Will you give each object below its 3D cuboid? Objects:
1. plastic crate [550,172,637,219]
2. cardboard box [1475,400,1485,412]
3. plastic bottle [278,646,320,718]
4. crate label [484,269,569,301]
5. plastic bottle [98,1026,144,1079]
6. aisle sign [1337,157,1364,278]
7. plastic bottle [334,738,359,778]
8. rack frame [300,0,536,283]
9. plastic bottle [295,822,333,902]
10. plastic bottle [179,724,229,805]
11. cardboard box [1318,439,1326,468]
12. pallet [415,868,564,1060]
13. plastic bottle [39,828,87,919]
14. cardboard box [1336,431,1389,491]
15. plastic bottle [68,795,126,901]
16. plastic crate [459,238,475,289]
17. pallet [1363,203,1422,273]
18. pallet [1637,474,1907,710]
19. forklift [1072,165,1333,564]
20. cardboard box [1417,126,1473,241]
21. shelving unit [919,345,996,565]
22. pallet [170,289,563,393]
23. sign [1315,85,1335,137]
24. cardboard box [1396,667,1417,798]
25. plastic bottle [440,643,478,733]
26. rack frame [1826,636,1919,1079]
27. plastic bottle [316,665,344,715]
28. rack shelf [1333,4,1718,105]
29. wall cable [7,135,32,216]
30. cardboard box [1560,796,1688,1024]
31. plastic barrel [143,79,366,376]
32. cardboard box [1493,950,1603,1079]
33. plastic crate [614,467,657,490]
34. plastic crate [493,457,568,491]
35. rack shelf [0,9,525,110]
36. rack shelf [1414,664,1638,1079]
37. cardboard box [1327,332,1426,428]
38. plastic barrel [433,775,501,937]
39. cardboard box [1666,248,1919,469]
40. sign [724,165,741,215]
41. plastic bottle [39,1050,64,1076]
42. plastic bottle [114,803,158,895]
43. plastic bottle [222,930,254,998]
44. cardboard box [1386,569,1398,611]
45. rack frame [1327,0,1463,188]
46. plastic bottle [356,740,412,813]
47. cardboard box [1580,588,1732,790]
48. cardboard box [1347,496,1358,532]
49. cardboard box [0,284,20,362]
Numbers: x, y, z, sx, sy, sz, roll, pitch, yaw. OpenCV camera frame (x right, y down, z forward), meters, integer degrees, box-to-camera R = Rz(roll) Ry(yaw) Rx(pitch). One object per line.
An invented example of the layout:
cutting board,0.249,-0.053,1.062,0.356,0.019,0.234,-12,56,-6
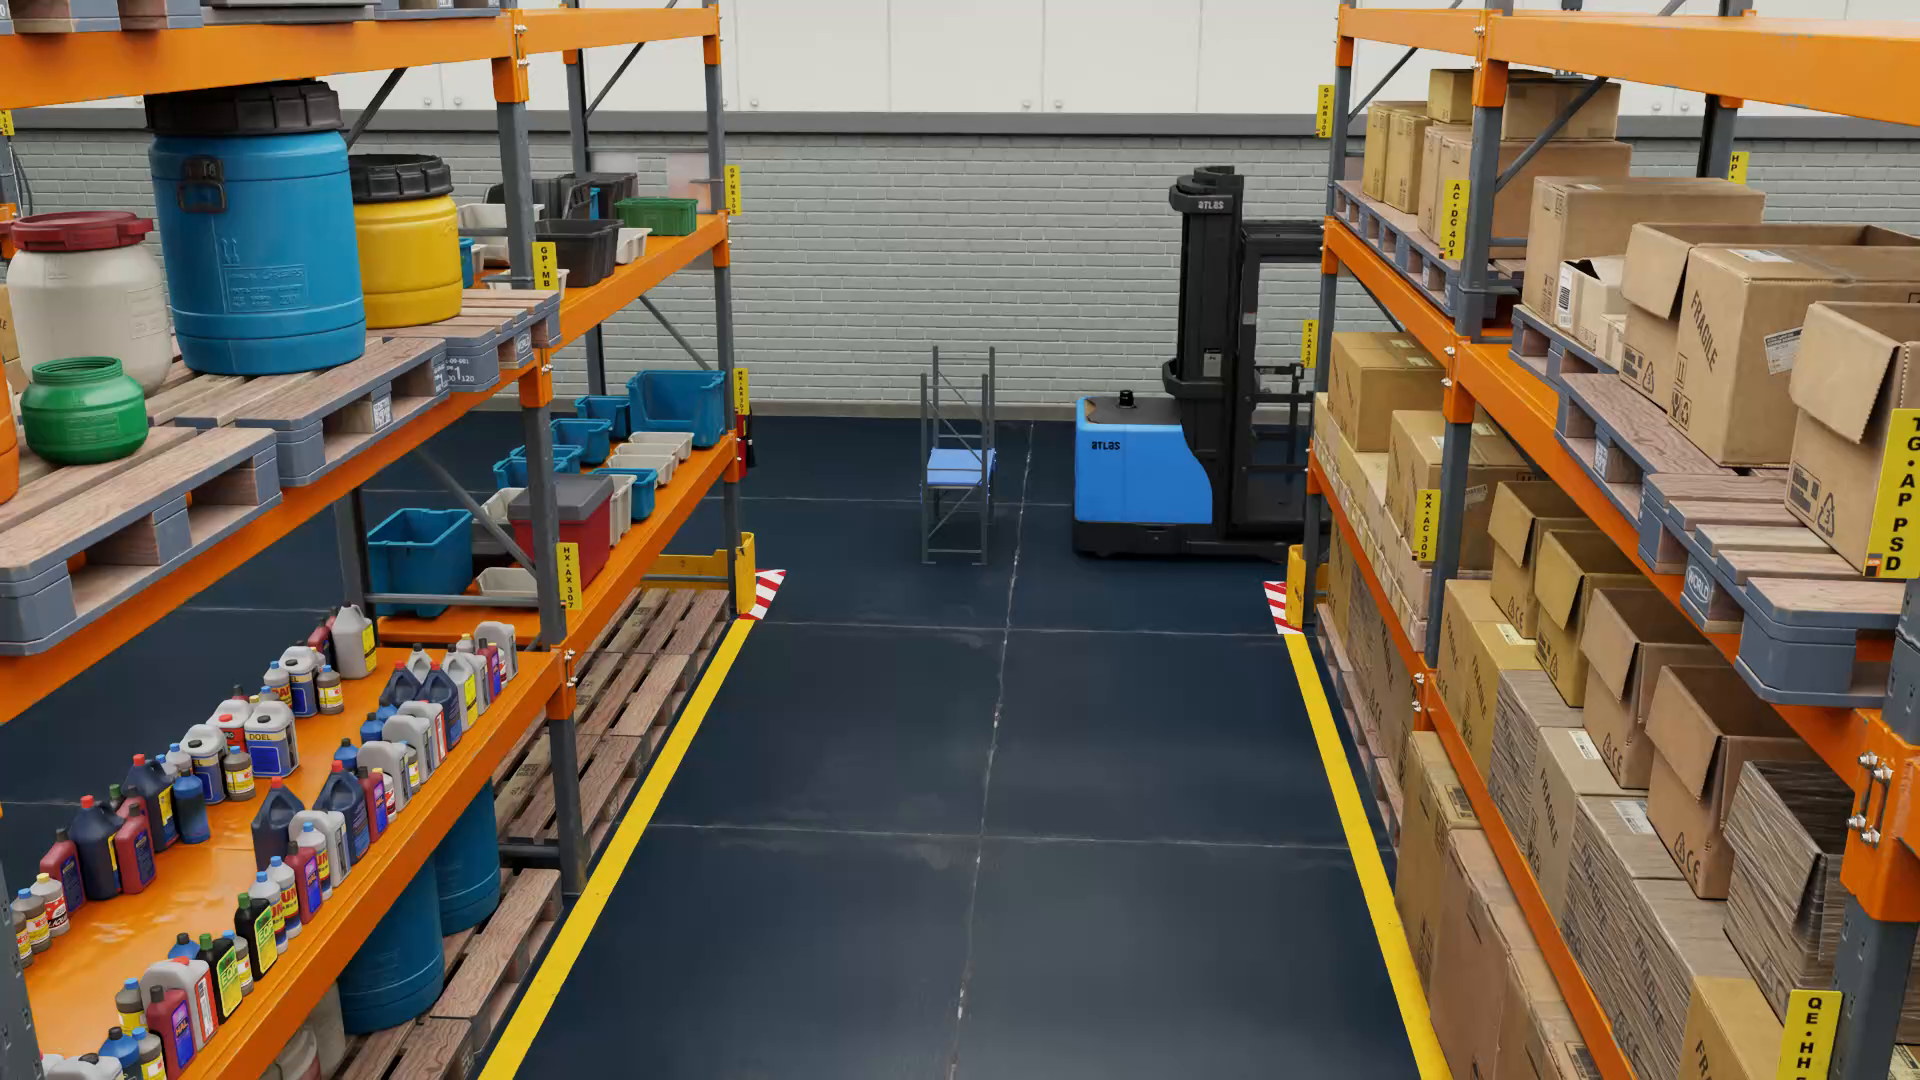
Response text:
plastic crate,-2.364,-2.205,10.728,0.497,0.269,0.590,1,18,4
cardboard box,2.960,-0.486,8.649,0.500,0.500,0.500,1,18,2
plastic bottle,-2.785,0.595,6.989,0.152,0.276,0.135,1,18,4
crate label,-2.022,-1.159,7.748,0.293,0.136,0.466,1,18,4
plastic bottle,-2.243,1.428,4.454,0.097,0.271,0.097,0,18,0
aisle sign,2.588,-2.109,10.867,0.394,0.787,0.004,1,18,4
plastic bottle,-2.265,0.865,6.173,0.097,0.271,0.097,0,18,0
rack frame,-2.345,-2.564,6.795,1.000,3.000,0.127,1,18,4
plastic bottle,-2.160,1.069,5.549,0.097,0.271,0.097,0,18,0
plastic bottle,-2.841,0.841,6.239,0.152,0.276,0.135,1,18,4
cardboard box,2.510,-0.543,10.665,0.380,0.149,0.250,1,18,3
pallet,-2.442,1.851,7.435,1.003,0.211,1.213,1,18,4
plastic bottle,-2.946,1.095,5.452,0.061,0.283,0.133,1,18,4
cardboard box,2.508,-0.454,9.755,0.500,0.250,0.500,1,18,2
plastic bottle,-2.893,1.014,5.590,0.144,0.351,0.185,1,18,4
plastic crate,-2.598,-1.349,8.173,0.416,0.233,0.300,1,18,4
pallet,2.754,-1.617,8.867,1.003,0.211,1.213,1,18,4
pallet,2.302,0.103,3.777,1.213,0.211,1.003,2,18,6
forklift,2.422,-1.375,12.912,3.031,2.935,1.130,1,18,3
cardboard box,2.634,-1.734,8.084,0.700,0.500,0.500,2,18,7
shelving unit,-0.006,-0.686,13.109,0.538,1.500,1.048,1,18,4
pallet,-2.304,-0.803,6.542,1.213,0.211,1.003,1,18,4
sign,2.329,-2.737,10.611,0.100,0.325,0.005,1,18,4
cardboard box,2.722,1.005,8.278,0.875,0.875,0.875,1,18,4
plastic bottle,-2.085,0.603,6.844,0.144,0.351,0.185,1,18,4
rack frame,2.308,1.640,3.601,1.000,3.000,0.127,1,18,4
plastic bottle,-2.659,0.627,7.010,0.097,0.201,0.097,0,18,0
rack shelf,2.739,-2.542,8.528,1.077,0.370,4.000,1,18,4
wall cable,-11.178,-4.300,17.082,3.097,2.526,0.112,1,18,4
cardboard box,2.172,1.118,5.034,0.500,0.500,0.500,1,18,2
plastic barrel,-2.315,-1.043,5.491,0.600,0.901,0.708,1,18,4
cardboard box,2.450,1.960,5.363,1.225,0.875,0.875,1,18,4
plastic crate,-1.970,-0.332,9.946,0.298,0.136,0.250,1,18,4
plastic crate,-2.520,-0.333,9.794,0.416,0.233,0.300,1,18,4
rack shelf,-2.488,-1.411,5.074,1.077,0.370,4.000,1,18,4
rack shelf,2.452,1.361,5.608,1.077,0.370,4.000,1,18,4
cardboard box,2.542,-0.973,10.133,0.500,0.500,0.500,1,18,3
plastic barrel,-2.401,1.253,7.476,0.600,0.901,0.708,1,18,4
cardboard box,2.254,-0.494,4.460,0.500,0.500,0.500,2,18,7
sign,-1.508,-2.324,11.048,0.100,0.325,0.005,1,18,4
plastic bottle,-2.430,1.458,4.356,0.152,0.276,0.135,1,18,4
plastic bottle,-2.789,1.041,5.618,0.061,0.283,0.133,1,18,4
plastic bottle,-2.200,1.276,5.030,0.097,0.201,0.097,0,18,0
cardboard box,2.327,0.255,8.230,0.380,0.149,0.250,1,18,3
rack frame,2.882,-3.695,10.249,1.000,3.000,0.127,1,18,4
plastic bottle,-2.140,0.860,6.182,0.152,0.276,0.135,1,18,4
cardboard box,2.468,0.478,5.374,0.797,0.503,0.637,2,18,6
cardboard box,2.418,-0.145,9.451,0.380,0.149,0.250,1,18,3
cardboard box,-6.756,-1.445,11.250,0.500,0.500,0.500,1,18,3
